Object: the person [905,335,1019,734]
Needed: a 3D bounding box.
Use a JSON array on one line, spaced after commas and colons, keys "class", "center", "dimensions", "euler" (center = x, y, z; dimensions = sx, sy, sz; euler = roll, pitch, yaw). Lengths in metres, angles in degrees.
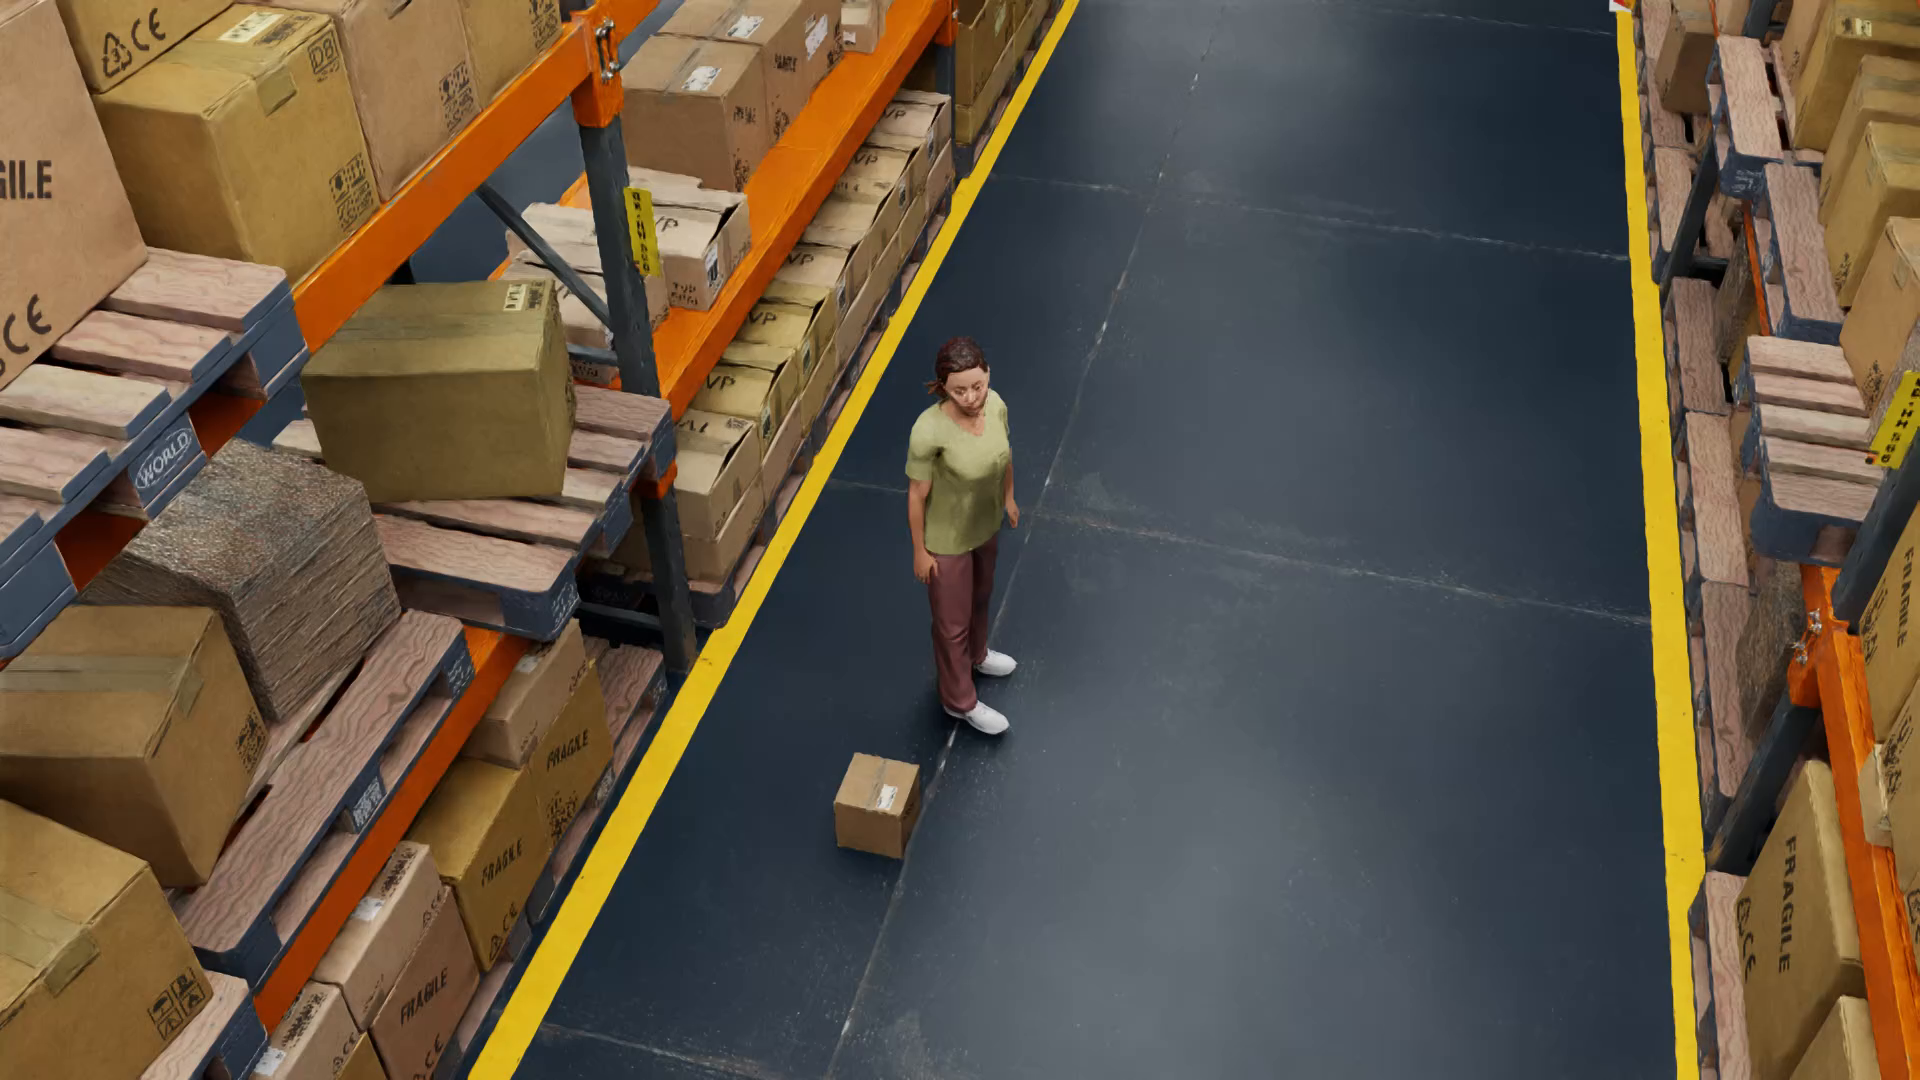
[{"class": "person", "center": [0.076, -0.013, 6.142], "dimensions": [0.492, 1.675, 0.532], "euler": [32, 50, 31]}]
